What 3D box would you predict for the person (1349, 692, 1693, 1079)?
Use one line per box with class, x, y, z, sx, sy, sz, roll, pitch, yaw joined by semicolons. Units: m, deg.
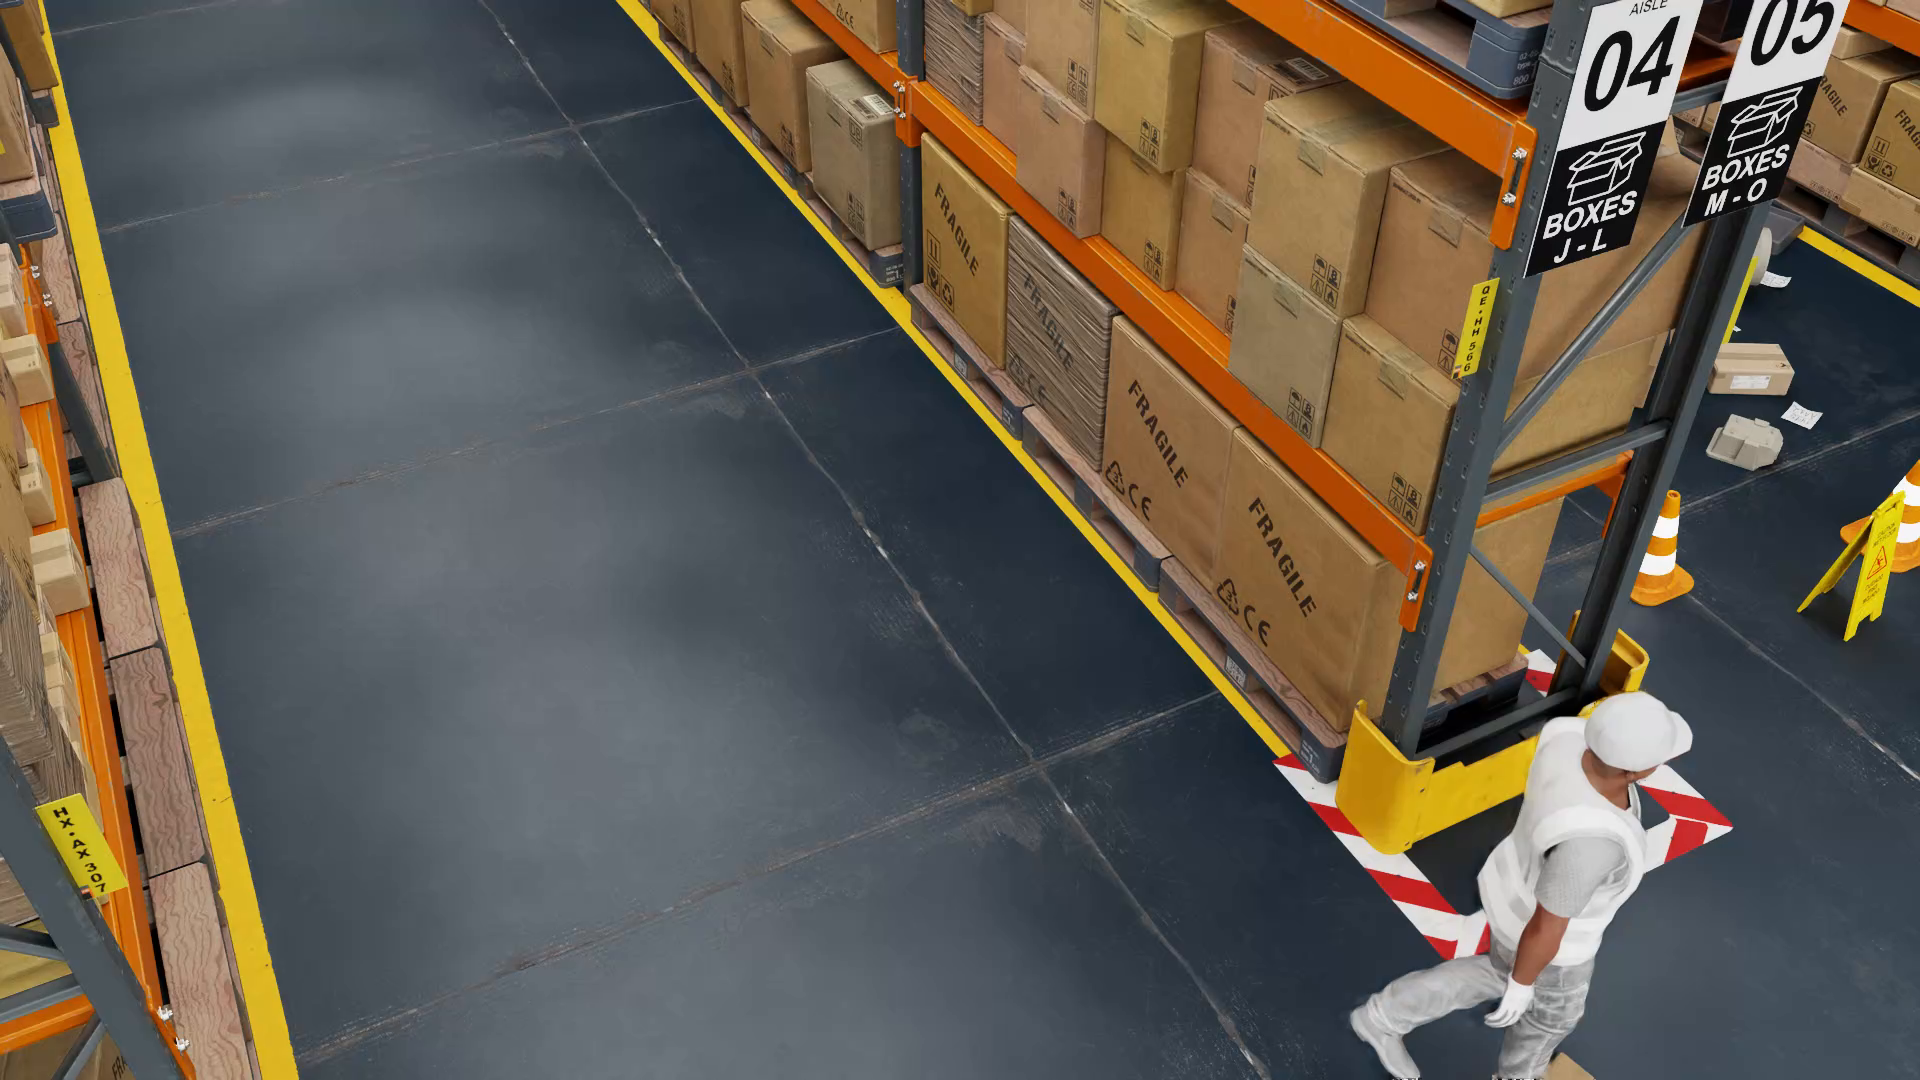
person;1.637;1.093;4.885;0.795;1.765;0.631;5;41;5
